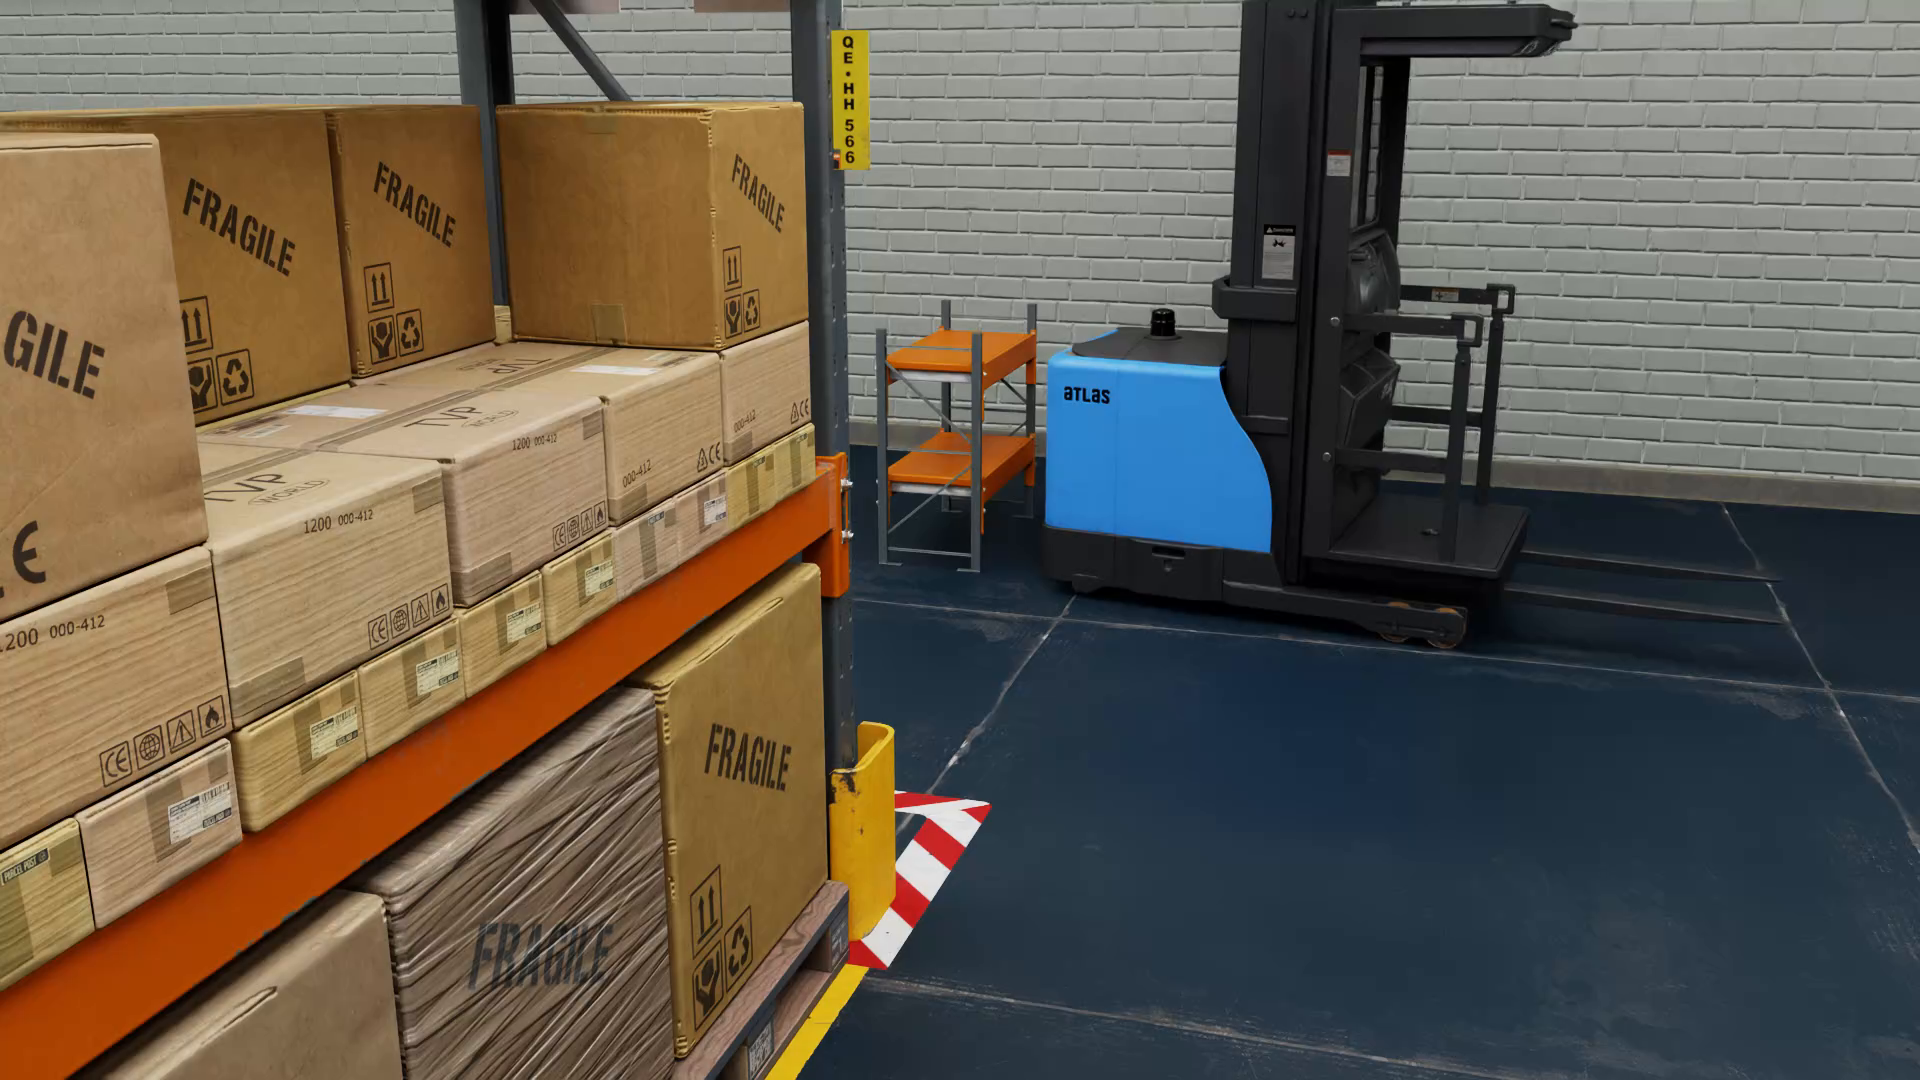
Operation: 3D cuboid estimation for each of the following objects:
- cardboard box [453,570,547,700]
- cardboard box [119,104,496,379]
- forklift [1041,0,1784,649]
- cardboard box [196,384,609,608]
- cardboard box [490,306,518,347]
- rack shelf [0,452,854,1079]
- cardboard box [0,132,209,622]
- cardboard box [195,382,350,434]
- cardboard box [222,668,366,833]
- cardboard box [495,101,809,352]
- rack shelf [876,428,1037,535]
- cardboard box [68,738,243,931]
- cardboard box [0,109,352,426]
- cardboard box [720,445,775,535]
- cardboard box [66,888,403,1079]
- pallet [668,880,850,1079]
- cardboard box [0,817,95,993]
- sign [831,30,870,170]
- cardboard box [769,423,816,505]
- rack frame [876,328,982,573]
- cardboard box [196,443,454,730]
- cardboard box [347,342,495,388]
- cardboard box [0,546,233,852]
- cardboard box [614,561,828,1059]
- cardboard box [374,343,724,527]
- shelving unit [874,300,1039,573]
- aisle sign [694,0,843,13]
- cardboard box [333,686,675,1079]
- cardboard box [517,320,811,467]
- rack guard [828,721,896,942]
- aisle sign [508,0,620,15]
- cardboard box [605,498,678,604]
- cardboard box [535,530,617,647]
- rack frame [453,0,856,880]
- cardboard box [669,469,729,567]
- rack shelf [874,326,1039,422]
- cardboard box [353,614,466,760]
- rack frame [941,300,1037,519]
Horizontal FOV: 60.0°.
[{"bbox_3d":[-0.931,0.139,2.801,0.380,0.149,0.250,5,16,16],"label":"cardboard box"},{"bbox_3d":[-1.320,-0.632,3.415,0.500,0.500,0.500,4,16,15],"label":"cardboard box"},{"bbox_3d":[1.928,-1.132,6.948,3.031,2.935,1.130,7,17,24],"label":"forklift"},{"bbox_3d":[-0.955,-0.093,2.890,0.500,0.250,0.500,4,16,14],"label":"cardboard box"},{"bbox_3d":[-1.178,-0.402,3.978,0.500,0.250,0.500,4,16,14],"label":"cardboard box"},{"bbox_3d":[-1.351,0.434,2.621,1.077,0.370,4.000,5,16,16],"label":"rack shelf"},{"bbox_3d":[-1.248,-0.191,1.860,0.500,0.500,0.500,4,16,14],"label":"cardboard box"},{"bbox_3d":[-1.466,-0.134,3.034,0.500,0.250,0.500,4,16,14],"label":"cardboard box"},{"bbox_3d":[-1.075,0.272,2.332,0.380,0.149,0.250,4,16,14],"label":"cardboard box"},{"bbox_3d":[-0.670,-0.719,3.724,0.500,0.500,0.500,5,17,17],"label":"cardboard box"},{"bbox_3d":[0.002,-0.308,8.249,0.538,0.278,1.000,5,16,16],"label":"rack shelf"},{"bbox_3d":[-1.149,0.341,2.090,0.380,0.149,0.250,5,17,17],"label":"cardboard box"},{"bbox_3d":[-1.462,-0.496,2.935,0.500,0.500,0.500,4,16,14],"label":"cardboard box"},{"bbox_3d":[-0.641,-0.128,3.743,0.380,0.149,0.250,5,17,16],"label":"cardboard box"},{"bbox_3d":[-1.400,1.029,2.327,0.875,0.875,0.875,5,16,16],"label":"cardboard box"},{"bbox_3d":[-0.935,1.121,3.989,1.003,0.211,1.213,5,16,16],"label":"pallet"},{"bbox_3d":[-1.222,0.407,1.858,0.380,0.149,0.250,4,16,15],"label":"cardboard box"},{"bbox_3d":[-0.267,-1.061,4.016,0.100,0.325,0.005,5,16,16],"label":"sign"},{"bbox_3d":[-0.569,-0.196,3.983,0.380,0.149,0.250,5,17,17],"label":"cardboard box"},{"bbox_3d":[-0.143,-0.410,7.713,0.500,1.125,0.032,5,16,16],"label":"rack frame"},{"bbox_3d":[-1.100,0.043,2.409,0.500,0.250,0.500,5,16,16],"label":"cardboard box"},{"bbox_3d":[-1.320,-0.265,3.497,0.500,0.250,0.500,4,16,15],"label":"cardboard box"},{"bbox_3d":[-1.247,0.172,1.956,0.500,0.250,0.500,5,17,17],"label":"cardboard box"},{"bbox_3d":[-0.888,0.558,3.988,0.875,0.875,0.875,5,16,16],"label":"cardboard box"},{"bbox_3d":[-0.811,-0.226,3.360,0.500,0.250,0.500,4,16,15],"label":"cardboard box"},{"bbox_3d":[0.002,-0.543,8.182,0.538,1.125,1.048,5,16,16],"label":"shelving unit"},{"bbox_3d":[-0.475,-1.682,3.997,0.394,0.787,0.004,5,16,16],"label":"aisle sign"},{"bbox_3d":[-1.147,0.797,3.148,0.875,0.875,0.875,5,16,16],"label":"cardboard box"},{"bbox_3d":[-0.666,-0.359,3.828,0.500,0.250,0.500,4,16,15],"label":"cardboard box"},{"bbox_3d":[-0.776,0.761,4.730,1.175,0.500,0.348,5,16,16],"label":"rack guard"},{"bbox_3d":[-1.050,-1.728,4.161,0.394,0.787,0.004,5,16,16],"label":"aisle sign"},{"bbox_3d":[-0.785,0.003,3.280,0.380,0.149,0.250,5,17,17],"label":"cardboard box"},{"bbox_3d":[-0.857,0.072,3.041,0.380,0.149,0.250,4,16,15],"label":"cardboard box"},{"bbox_3d":[-0.783,-0.435,4.367,1.000,3.000,0.127,5,16,16],"label":"rack frame"},{"bbox_3d":[-0.714,-0.062,3.510,0.380,0.149,0.250,5,16,16],"label":"cardboard box"},{"bbox_3d":[0.002,-0.825,8.102,0.538,0.278,1.000,5,16,16],"label":"rack shelf"},{"bbox_3d":[-1.003,0.204,2.573,0.380,0.149,0.250,5,17,17],"label":"cardboard box"},{"bbox_3d":[0.146,-0.676,8.651,0.500,1.125,0.032,5,16,16],"label":"rack frame"}]
